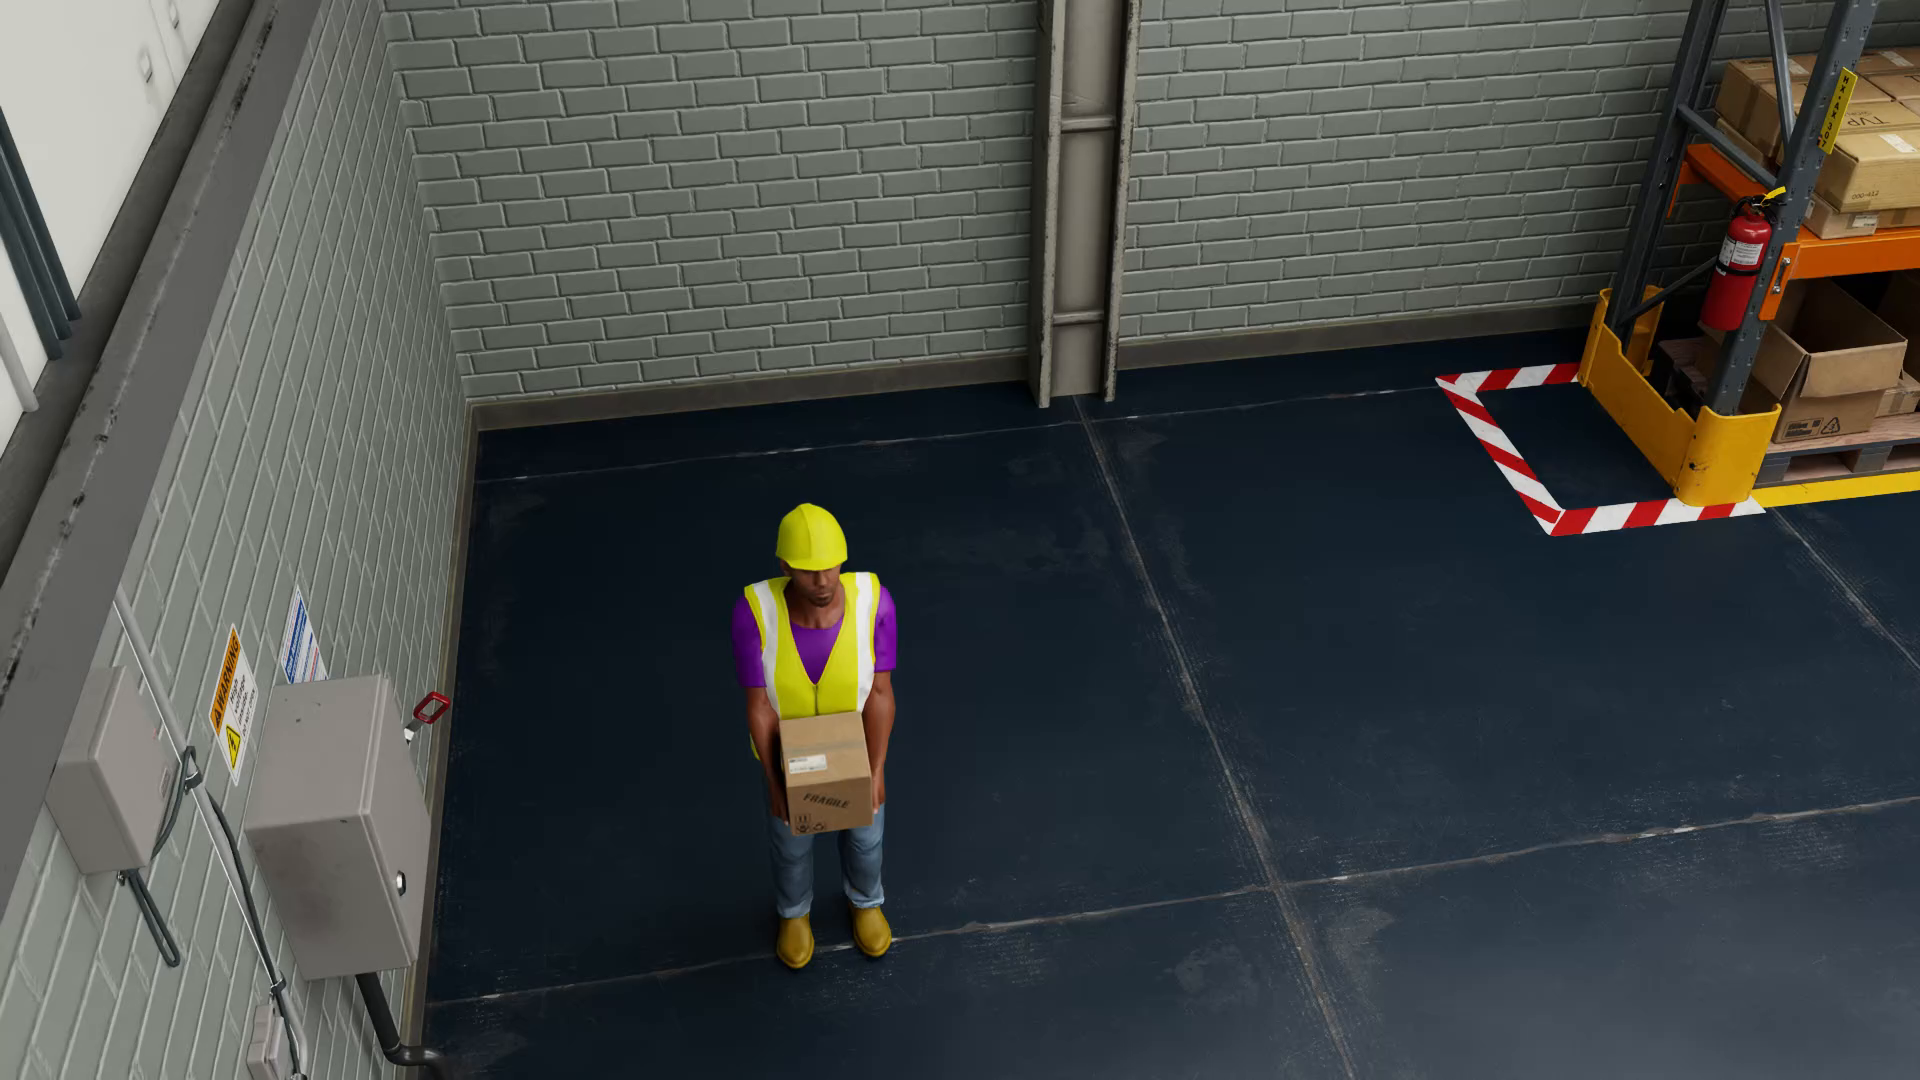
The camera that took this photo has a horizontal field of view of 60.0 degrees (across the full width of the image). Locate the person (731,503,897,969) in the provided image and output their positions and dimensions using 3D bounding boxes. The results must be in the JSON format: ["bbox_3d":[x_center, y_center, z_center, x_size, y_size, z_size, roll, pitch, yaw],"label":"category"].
[{"bbox_3d":[-0.421,0.708,5.247,0.502,1.761,0.577,-6,39,-8],"label":"person"}]
